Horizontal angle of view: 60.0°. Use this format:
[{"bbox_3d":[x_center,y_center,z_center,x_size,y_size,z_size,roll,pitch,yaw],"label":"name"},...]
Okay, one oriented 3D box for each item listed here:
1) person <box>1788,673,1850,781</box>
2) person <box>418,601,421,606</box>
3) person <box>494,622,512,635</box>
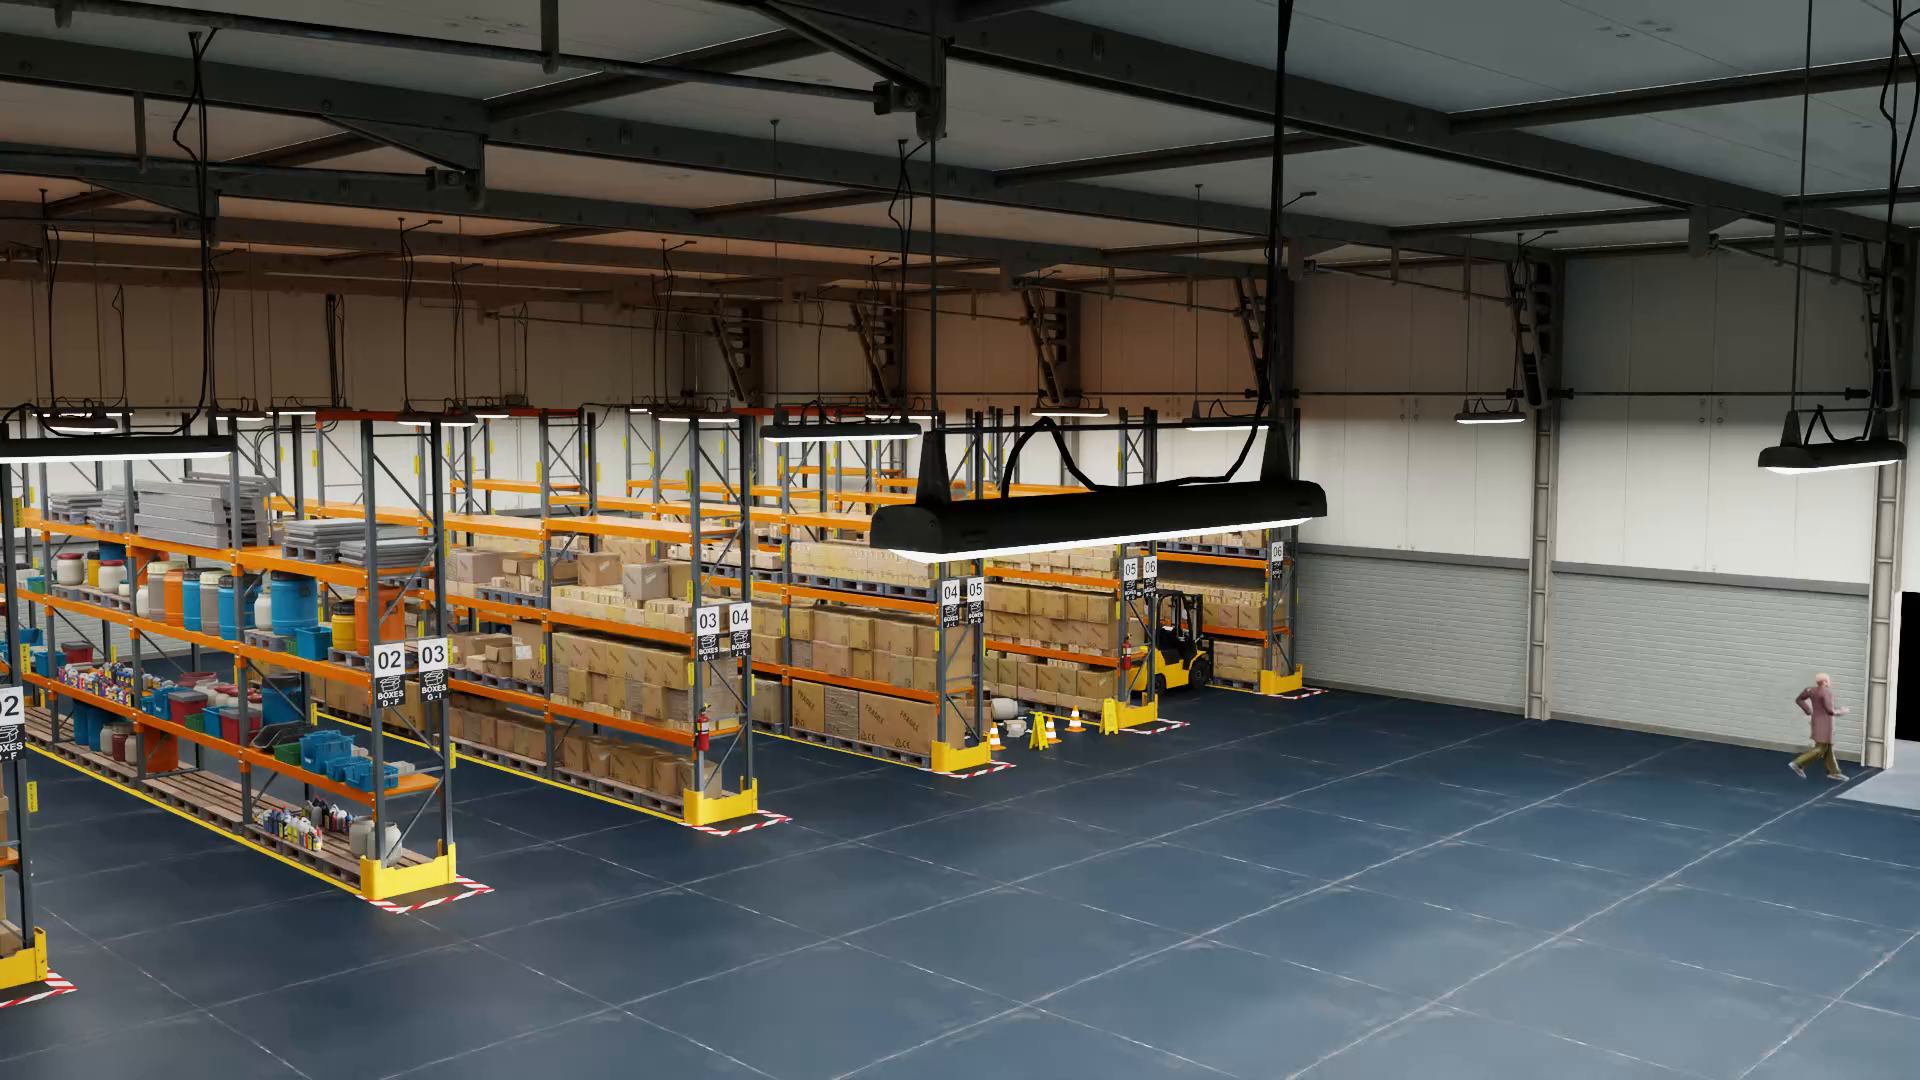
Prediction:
[{"bbox_3d":[13.946,3.039,26.934,1.049,1.781,0.710,0,5,0],"label":"person"},{"bbox_3d":[-12.063,2.196,37.376,0.613,1.750,0.716,-3,6,-33],"label":"person"},{"bbox_3d":[-11.137,1.942,40.501,0.762,1.700,0.676,1,5,9],"label":"person"}]
